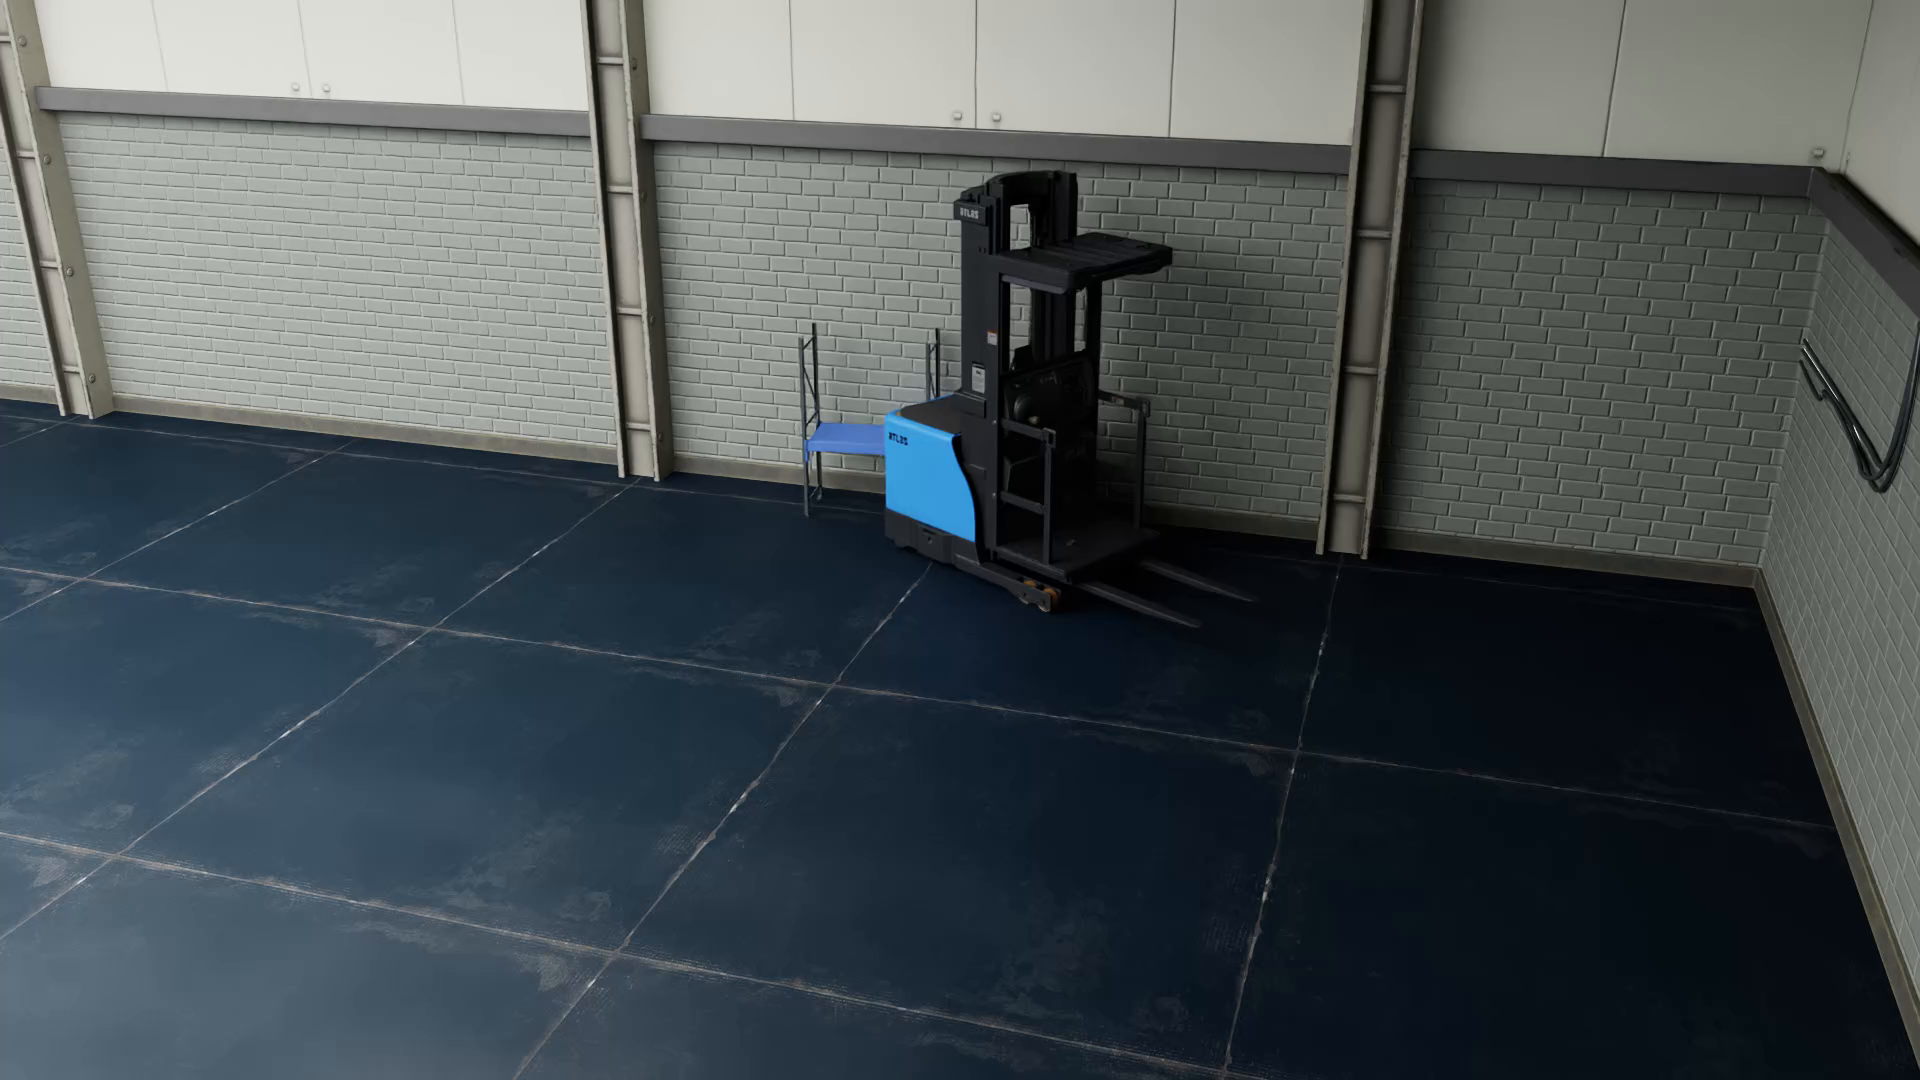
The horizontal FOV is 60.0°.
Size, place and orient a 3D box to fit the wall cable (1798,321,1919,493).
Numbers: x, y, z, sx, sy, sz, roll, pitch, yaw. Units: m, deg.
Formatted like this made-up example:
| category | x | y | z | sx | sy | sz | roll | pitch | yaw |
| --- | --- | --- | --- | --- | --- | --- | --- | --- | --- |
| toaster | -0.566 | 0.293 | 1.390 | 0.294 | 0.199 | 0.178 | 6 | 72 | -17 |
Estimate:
| category | x | y | z | sx | sy | sz | roll | pitch | yaw |
| --- | --- | --- | --- | --- | --- | --- | --- | --- | --- |
| wall cable | 5.436 | -1.851 | 9.921 | 0.112 | 2.526 | 3.097 | 7 | 23 | 16 |

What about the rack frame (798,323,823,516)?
| category | x | y | z | sx | sy | sz | roll | pitch | yaw |
| --- | --- | --- | --- | --- | --- | --- | --- | --- | --- |
| rack frame | -1.220 | -0.982 | 13.594 | 0.032 | 1.500 | 0.500 | 3 | 23 | 8 |

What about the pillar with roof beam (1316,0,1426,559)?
| category | x | y | z | sx | sy | sz | roll | pitch | yaw |
| --- | --- | --- | --- | --- | --- | --- | --- | --- | --- |
| pillar with roof beam | 1.754 | -2.527 | 7.477 | 0.400 | 9.000 | 9.100 | 7 | 23 | 16 |

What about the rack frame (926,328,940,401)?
| category | x | y | z | sx | sy | sz | roll | pitch | yaw |
| --- | --- | --- | --- | --- | --- | --- | --- | --- | --- |
| rack frame | -0.215 | -0.923 | 13.448 | 0.032 | 1.500 | 0.500 | 3 | 23 | 8 |

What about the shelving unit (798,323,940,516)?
| category | x | y | z | sx | sy | sz | roll | pitch | yaw |
| --- | --- | --- | --- | --- | --- | --- | --- | --- | --- |
| shelving unit | -0.717 | -0.953 | 13.521 | 1.048 | 1.500 | 0.538 | 3 | 23 | 8 |

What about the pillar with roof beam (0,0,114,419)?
| category | x | y | z | sx | sy | sz | roll | pitch | yaw |
| --- | --- | --- | --- | --- | --- | --- | --- | --- | --- |
| pillar with roof beam | -9.734 | -3.842 | 10.684 | 0.400 | 9.000 | 9.100 | 7 | 23 | 16 |

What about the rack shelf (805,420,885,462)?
| category | x | y | z | sx | sy | sz | roll | pitch | yaw |
| --- | --- | --- | --- | --- | --- | --- | --- | --- | --- |
| rack shelf | -0.717 | -0.786 | 13.589 | 1.000 | 0.185 | 0.538 | 3 | 23 | 8 |

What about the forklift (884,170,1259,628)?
| category | x | y | z | sx | sy | sz | roll | pitch | yaw |
| --- | --- | --- | --- | --- | --- | --- | --- | --- | --- |
| forklift | 0.792 | -1.062 | 11.902 | 1.130 | 2.935 | 3.031 | -20 | 30 | -40 |

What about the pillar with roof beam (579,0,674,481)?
| category | x | y | z | sx | sy | sz | roll | pitch | yaw |
| --- | --- | --- | --- | --- | --- | --- | --- | --- | --- |
| pillar with roof beam | -3.990 | -3.184 | 9.081 | 0.400 | 9.000 | 9.100 | 7 | 23 | 16 |
